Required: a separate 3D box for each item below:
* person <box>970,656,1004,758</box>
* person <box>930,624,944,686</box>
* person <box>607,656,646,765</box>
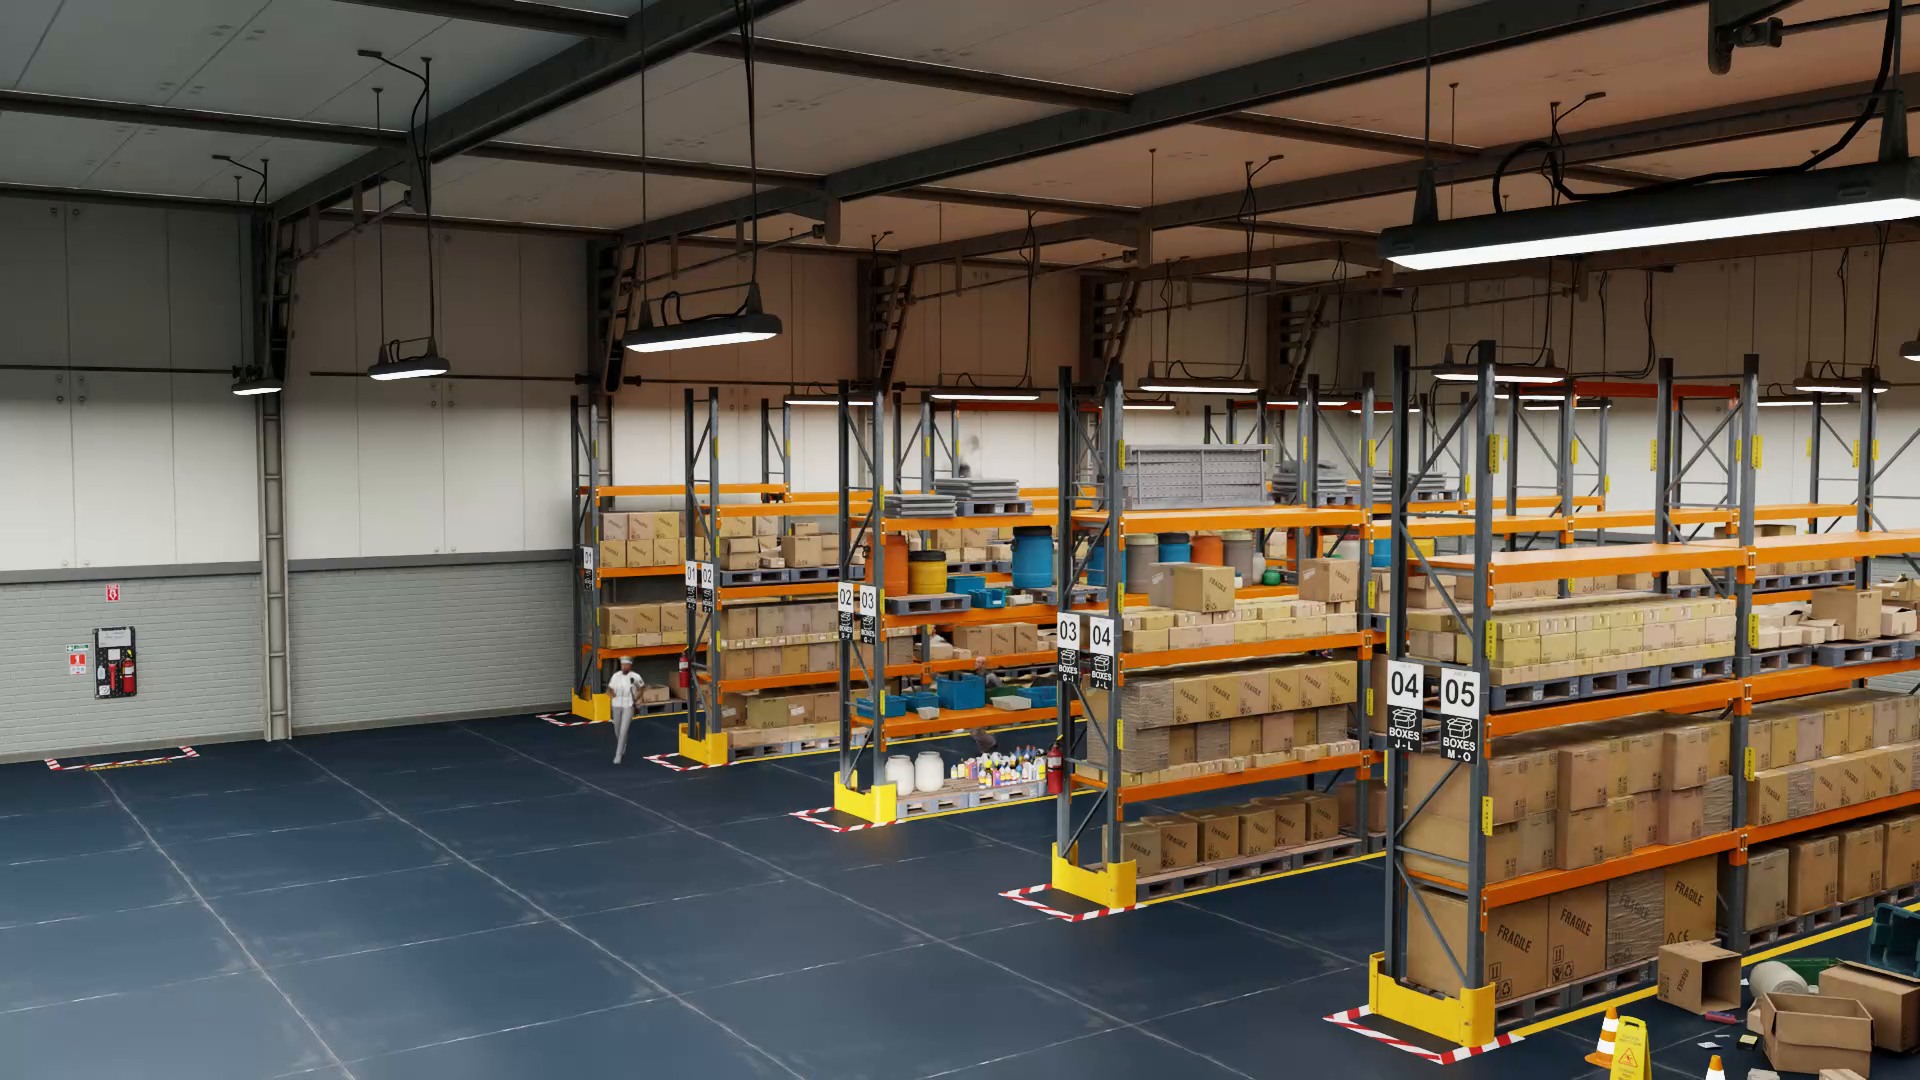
[{"bbox_3d":[0.308,2.708,26.698,0.584,1.676,0.699,-3,5,-42],"label":"person"},{"bbox_3d":[-0.560,2.408,32.179,0.571,1.633,0.550,-3,4,-39],"label":"person"},{"bbox_3d":[-5.397,2.706,26.855,0.591,1.712,0.856,0,3,5],"label":"person"}]
